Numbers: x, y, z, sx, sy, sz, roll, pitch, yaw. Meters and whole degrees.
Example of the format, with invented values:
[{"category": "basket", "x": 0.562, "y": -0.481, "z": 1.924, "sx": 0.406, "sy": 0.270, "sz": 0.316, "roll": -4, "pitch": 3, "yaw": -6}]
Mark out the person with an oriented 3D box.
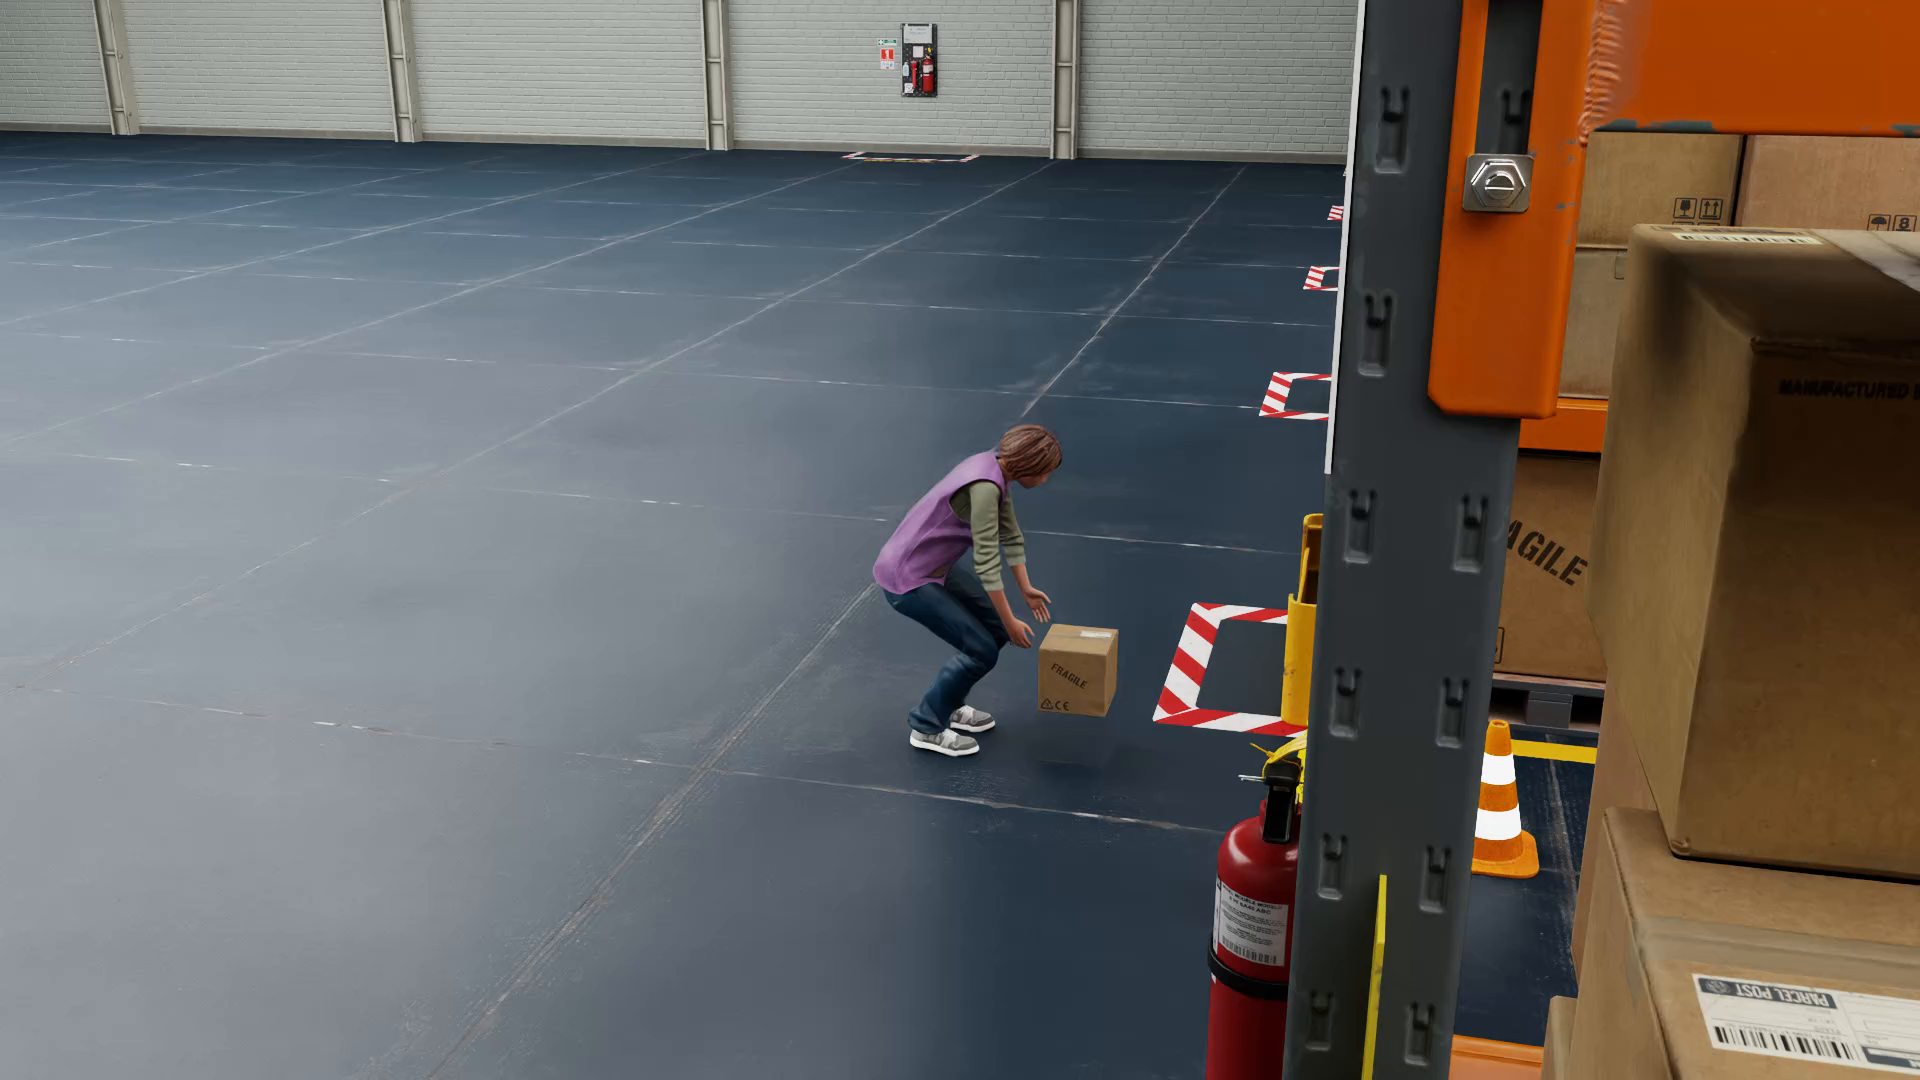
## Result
[{"category": "person", "x": 0.029, "y": 0.167, "z": 6.165, "sx": 0.685, "sy": 1.230, "sz": 0.463, "roll": 5, "pitch": 19, "yaw": 14}]
